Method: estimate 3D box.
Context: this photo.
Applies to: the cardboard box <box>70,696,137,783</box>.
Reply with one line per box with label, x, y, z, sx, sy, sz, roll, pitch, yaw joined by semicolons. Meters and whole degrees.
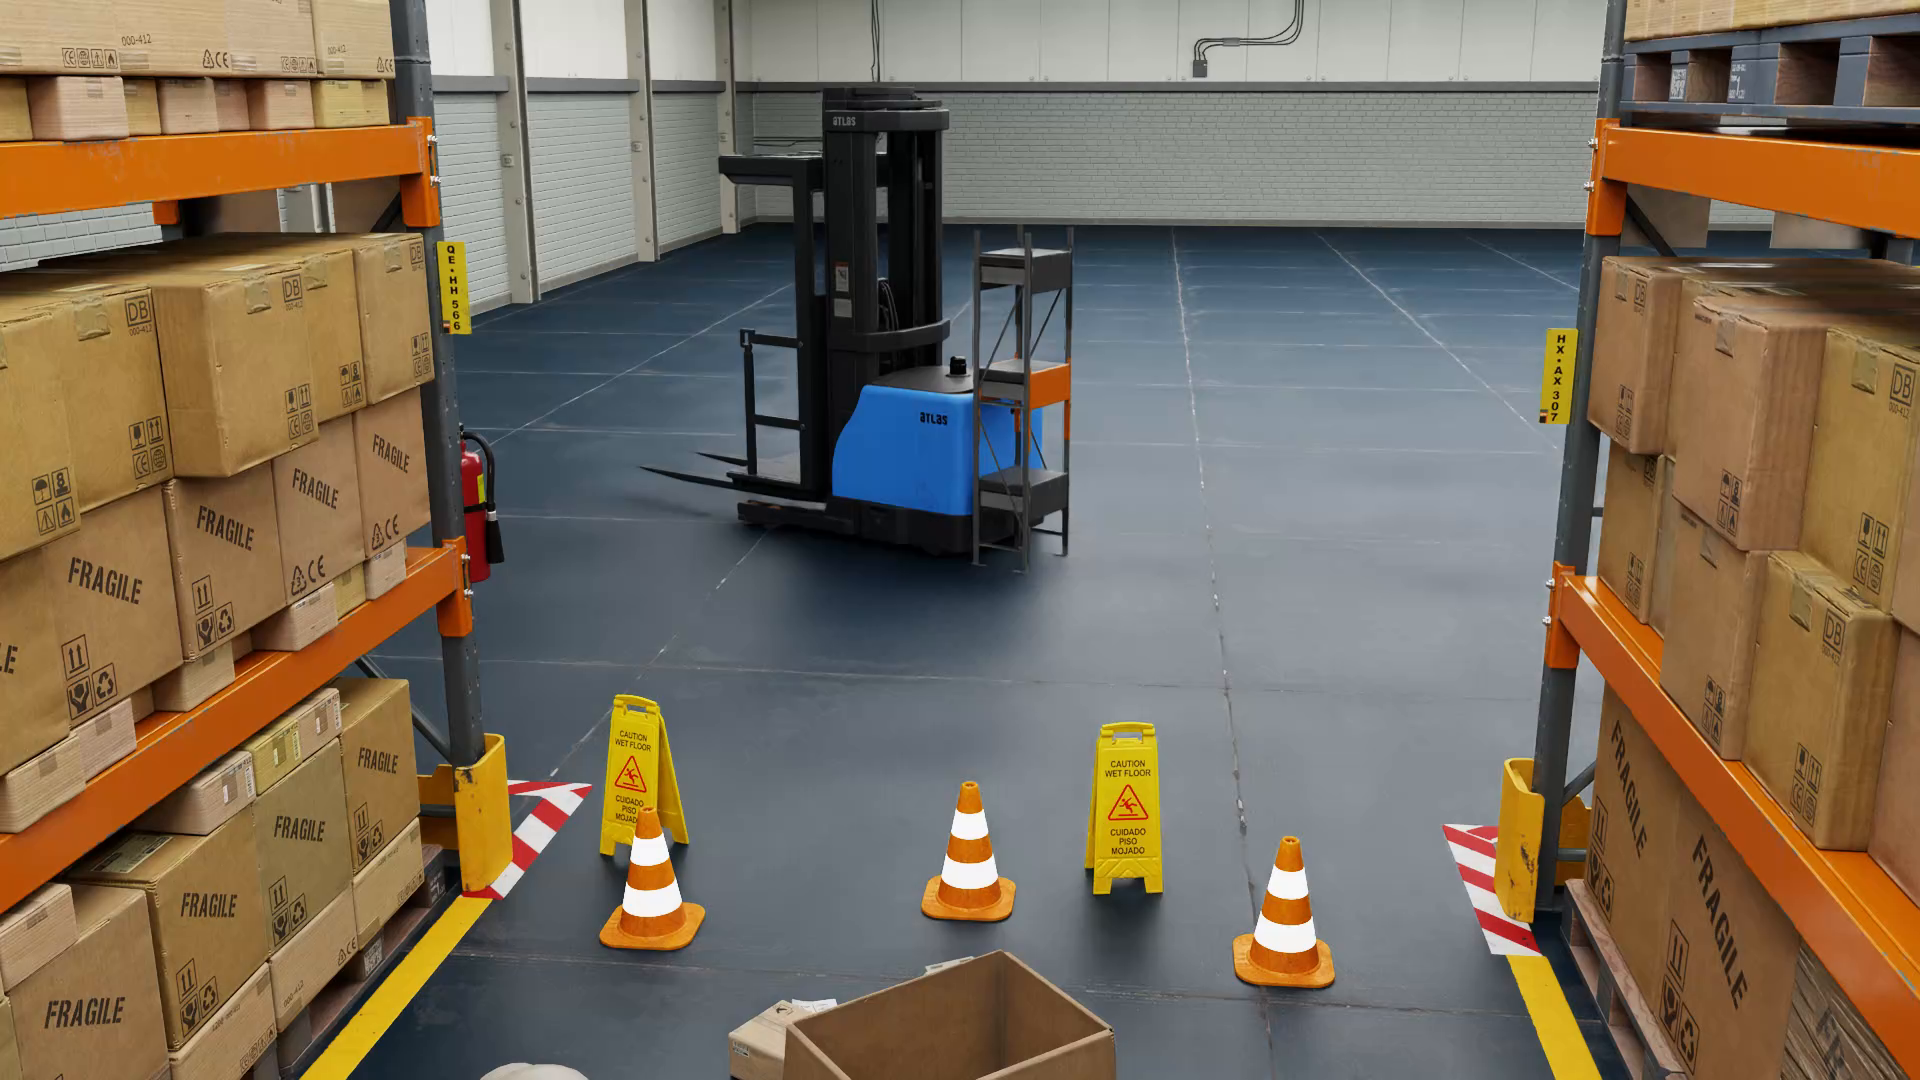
cardboard box;-2.284;0.487;4.097;0.380;0.149;0.250;2;15;6

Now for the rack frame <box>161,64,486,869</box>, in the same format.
rack frame;-2.341;-0.202;6.163;1.000;3.000;0.127;2;15;6

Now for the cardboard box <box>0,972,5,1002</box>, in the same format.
cardboard box;-2.328;0.976;3.591;0.380;0.149;0.250;2;15;8

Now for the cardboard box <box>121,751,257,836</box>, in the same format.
cardboard box;-2.210;0.693;4.635;0.380;0.149;0.250;2;15;9

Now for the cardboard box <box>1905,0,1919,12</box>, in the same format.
cardboard box;2.003;-1.057;3.064;0.380;0.149;0.250;2;15;6

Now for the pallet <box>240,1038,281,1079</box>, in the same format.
pallet;-2.616;1.689;4.512;1.003;0.211;1.213;2;15;6

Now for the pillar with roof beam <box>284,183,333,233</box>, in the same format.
pillar with roof beam;-2.616;-6.075;16.389;9.100;9.000;0.400;2;15;6

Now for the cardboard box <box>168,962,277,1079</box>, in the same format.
cardboard box;-2.285;1.410;4.664;0.500;0.250;0.500;1;15;4

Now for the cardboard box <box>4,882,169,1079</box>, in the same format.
cardboard box;-2.349;1.179;4.081;0.500;0.500;0.500;3;15;9

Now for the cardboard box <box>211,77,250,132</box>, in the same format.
cardboard box;-2.257;-1.231;4.703;0.380;0.149;0.250;2;15;7

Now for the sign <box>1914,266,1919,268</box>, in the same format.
sign;3.126;-0.736;5.467;0.100;0.325;0.005;2;15;6

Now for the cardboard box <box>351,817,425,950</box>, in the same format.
cardboard box;-2.168;1.146;5.640;0.500;0.250;0.500;2;15;6

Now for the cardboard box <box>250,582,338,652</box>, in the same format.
cardboard box;-2.138;0.225;5.065;0.380;0.149;0.250;2;15;7

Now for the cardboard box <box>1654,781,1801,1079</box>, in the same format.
cardboard box;2.481;1.146;4.442;0.875;0.875;0.875;1;15;5

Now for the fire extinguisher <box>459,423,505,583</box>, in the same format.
fire extinguisher;-1.870;-0.181;6.233;0.296;0.674;0.183;2;15;6

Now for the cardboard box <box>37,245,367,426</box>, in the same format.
cardboard box;-2.246;-0.607;4.983;0.700;0.500;0.500;2;15;7

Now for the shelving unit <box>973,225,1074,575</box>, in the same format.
shelving unit;0.391;-0.879;10.391;0.431;2.100;0.503;10;18;33

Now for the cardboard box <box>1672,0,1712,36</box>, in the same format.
cardboard box;2.175;-1.450;4.516;0.380;0.149;0.250;2;15;6

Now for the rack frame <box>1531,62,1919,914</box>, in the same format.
rack frame;2.589;-0.083;5.721;1.000;3.000;0.127;2;15;6

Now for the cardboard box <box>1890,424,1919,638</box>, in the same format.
cardboard box;2.357;-0.016;3.117;0.875;0.550;0.550;2;15;6

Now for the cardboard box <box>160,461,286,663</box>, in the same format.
cardboard box;-2.249;0.014;4.602;0.500;0.500;0.500;2;15;6

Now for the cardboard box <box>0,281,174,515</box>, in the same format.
cardboard box;-2.396;-0.346;4.019;0.700;0.500;0.500;2;15;6

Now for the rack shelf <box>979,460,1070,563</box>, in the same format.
rack shelf;0.391;-0.190;10.577;0.431;0.518;0.480;10;18;33

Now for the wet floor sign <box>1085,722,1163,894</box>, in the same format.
wet floor sign;0.625;0.988;6.272;0.267;0.644;0.232;-1;15;-3

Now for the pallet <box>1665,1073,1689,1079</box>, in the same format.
pallet;2.436;1.789;4.143;1.003;0.211;1.213;2;15;6

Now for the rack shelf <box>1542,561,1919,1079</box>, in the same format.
rack shelf;2.363;0.783;3.897;1.077;0.370;4.000;2;15;6

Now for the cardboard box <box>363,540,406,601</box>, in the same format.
cardboard box;-2.089;0.091;5.559;0.380;0.149;0.250;2;15;6

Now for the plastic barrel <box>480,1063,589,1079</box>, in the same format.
plastic barrel;-1.070;1.622;4.354;0.421;0.421;0.512;-14;20;-42

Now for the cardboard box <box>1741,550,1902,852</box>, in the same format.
cardboard box;2.345;0.366;3.775;0.875;0.550;0.500;2;15;6

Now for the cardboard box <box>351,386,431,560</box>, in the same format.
cardboard box;-2.128;-0.245;5.561;0.500;0.500;0.500;1;15;5

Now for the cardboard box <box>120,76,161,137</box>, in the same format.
cardboard box;-2.276;-1.097;4.207;0.380;0.149;0.250;1;15;5

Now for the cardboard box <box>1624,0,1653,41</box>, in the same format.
cardboard box;2.232;-1.581;5.001;0.380;0.149;0.250;2;15;7

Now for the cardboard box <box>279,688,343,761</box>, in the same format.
cardboard box;-2.147;0.560;5.129;0.380;0.149;0.250;2;15;8

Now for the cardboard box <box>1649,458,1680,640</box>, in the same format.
cardboard box;2.552;0.086;4.811;0.875;0.550;0.550;2;15;6

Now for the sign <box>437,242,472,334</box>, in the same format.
sign;-1.792;-0.892;5.891;0.100;0.325;0.005;2;15;6

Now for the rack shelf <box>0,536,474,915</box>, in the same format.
rack shelf;-2.567;0.664;4.339;1.077;0.370;4.000;2;15;6

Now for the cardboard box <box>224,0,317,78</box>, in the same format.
cardboard box;-2.202;-1.451;4.751;0.500;0.250;0.500;1;15;5

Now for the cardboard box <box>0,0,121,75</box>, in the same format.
cardboard box;-2.297;-1.185;3.767;0.500;0.250;0.500;2;15;7

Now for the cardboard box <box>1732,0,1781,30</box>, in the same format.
cardboard box;2.118;-1.319;4.032;0.380;0.149;0.250;2;15;6

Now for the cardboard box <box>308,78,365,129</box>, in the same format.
cardboard box;-2.099;-1.363;5.190;0.380;0.149;0.250;2;15;7

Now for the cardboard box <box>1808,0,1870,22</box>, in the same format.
cardboard box;2.061;-1.188;3.546;0.380;0.149;0.250;2;15;7

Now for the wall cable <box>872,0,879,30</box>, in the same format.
wall cable;-0.528;-12.455;36.256;3.097;2.526;0.112;2;15;6

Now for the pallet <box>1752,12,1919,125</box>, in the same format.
pallet;2.380;-0.978;3.455;1.003;0.211;1.213;2;15;6

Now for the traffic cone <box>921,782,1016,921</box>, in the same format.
traffic cone;0.034;1.116;6.147;0.336;0.463;0.334;2;15;6

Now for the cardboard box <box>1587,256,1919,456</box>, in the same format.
cardboard box;2.509;-0.581;5.209;0.875;0.550;0.550;2;15;6

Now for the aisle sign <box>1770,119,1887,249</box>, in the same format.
aisle sign;2.895;-1.347;5.417;0.394;0.787;0.004;2;15;6

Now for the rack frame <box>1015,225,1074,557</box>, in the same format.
rack frame;0.529;-0.932;10.585;0.400;2.100;0.015;10;18;33

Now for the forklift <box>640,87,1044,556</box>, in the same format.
forklift;-0.933;-1.589;11.424;3.031;2.935;1.130;10;18;33

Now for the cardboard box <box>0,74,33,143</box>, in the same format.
cardboard box;-2.338;-0.966;3.722;0.380;0.149;0.250;2;15;7

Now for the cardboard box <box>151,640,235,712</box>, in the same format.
cardboard box;-2.245;0.356;4.580;0.380;0.149;0.250;2;15;6

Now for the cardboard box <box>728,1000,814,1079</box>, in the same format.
cardboard box;-0.482;1.573;5.059;0.380;0.149;0.250;11;19;35

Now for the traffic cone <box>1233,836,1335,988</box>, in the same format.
traffic cone;1.118;1.238;5.698;0.336;0.463;0.334;2;15;6

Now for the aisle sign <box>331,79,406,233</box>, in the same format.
aisle sign;-2.046;-1.465;5.852;0.394;0.787;0.004;2;15;6

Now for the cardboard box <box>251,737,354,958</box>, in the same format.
cardboard box;-2.228;0.911;5.072;0.500;0.500;0.500;2;15;8

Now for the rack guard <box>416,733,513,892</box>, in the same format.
rack guard;-2.349;1.024;6.417;1.175;0.500;0.348;2;15;6

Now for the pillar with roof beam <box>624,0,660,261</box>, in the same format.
pillar with roof beam;-1.262;-9.187;27.899;9.100;9.000;0.400;2;15;6

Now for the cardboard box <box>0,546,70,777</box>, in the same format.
cardboard box;-2.363;0.277;3.631;0.500;0.500;0.500;2;15;6

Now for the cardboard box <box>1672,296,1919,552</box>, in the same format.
cardboard box;2.340;-0.295;4.149;0.875;0.550;0.550;2;15;6
